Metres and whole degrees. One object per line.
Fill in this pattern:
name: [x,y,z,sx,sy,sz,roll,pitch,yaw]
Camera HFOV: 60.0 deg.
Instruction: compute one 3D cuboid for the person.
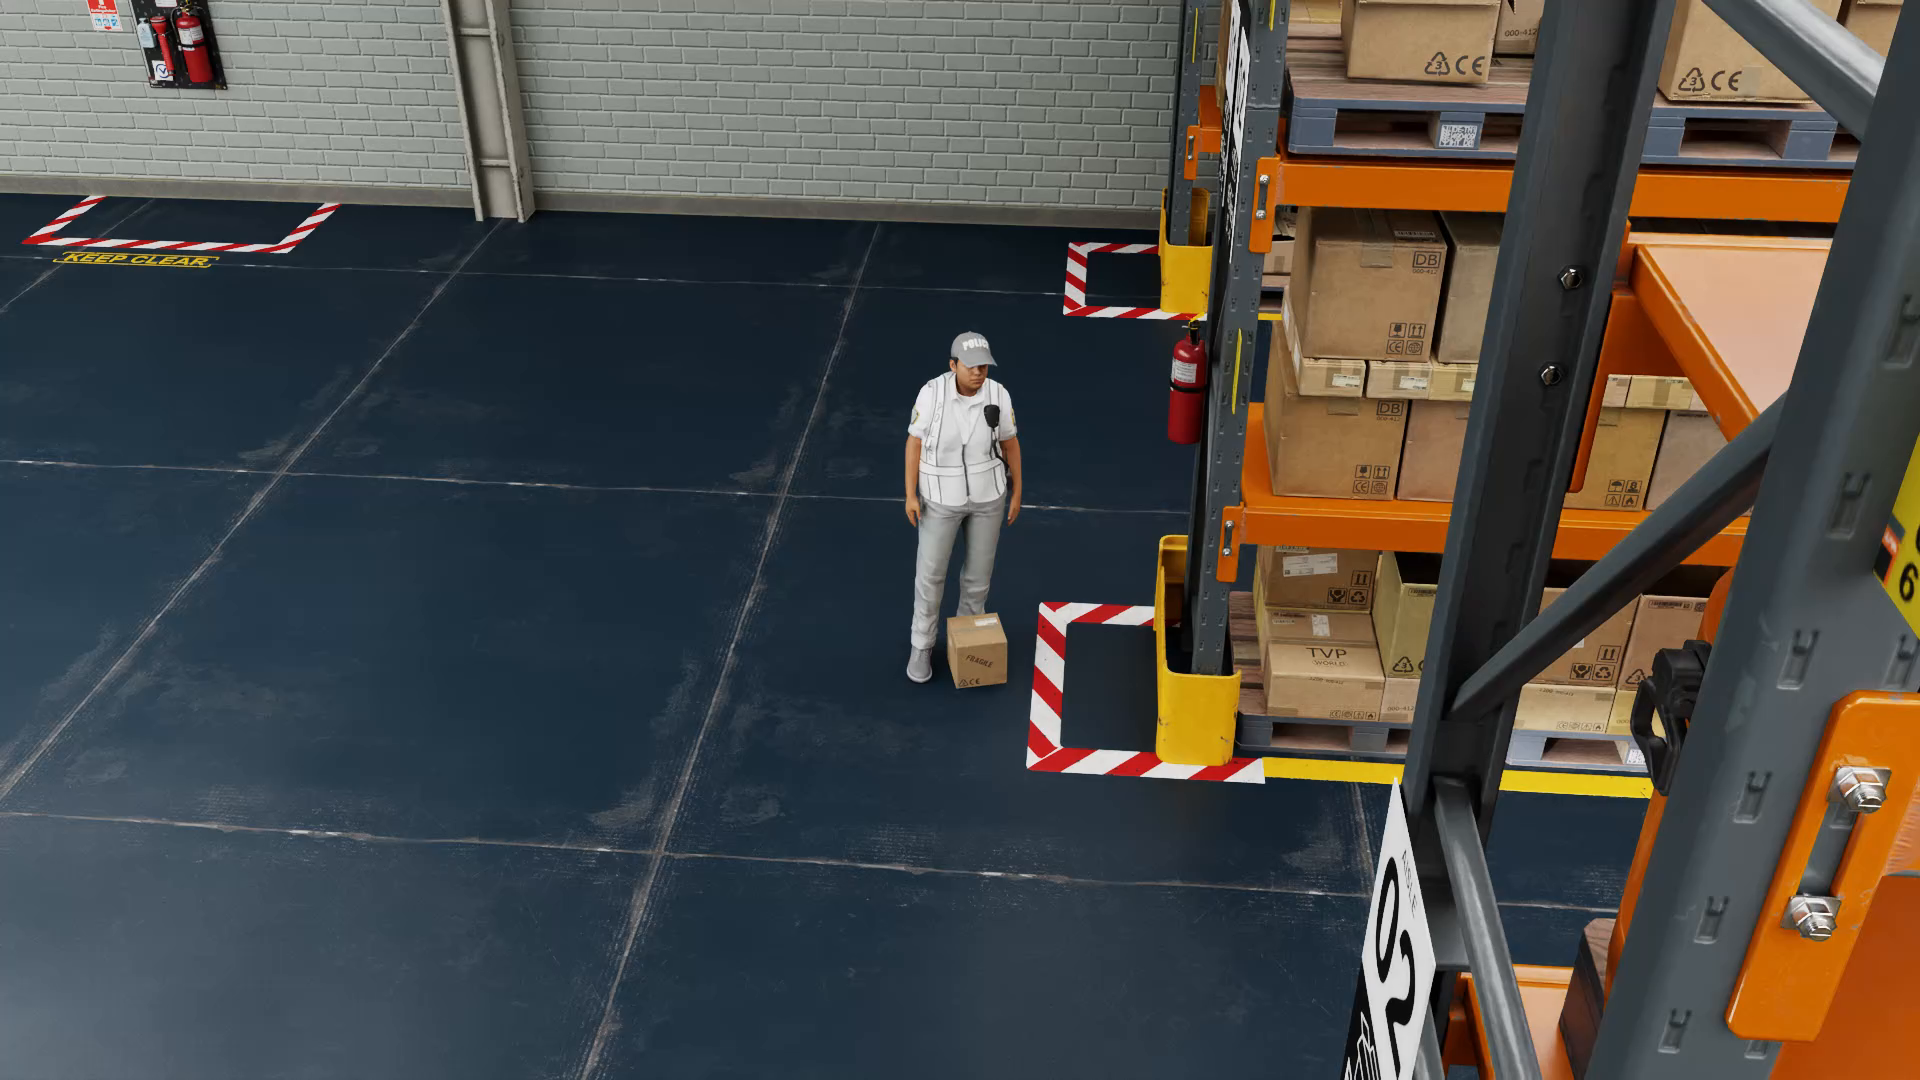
person: [0.009,-0.164,7.873,0.598,1.669,0.529,-5,32,-7]
